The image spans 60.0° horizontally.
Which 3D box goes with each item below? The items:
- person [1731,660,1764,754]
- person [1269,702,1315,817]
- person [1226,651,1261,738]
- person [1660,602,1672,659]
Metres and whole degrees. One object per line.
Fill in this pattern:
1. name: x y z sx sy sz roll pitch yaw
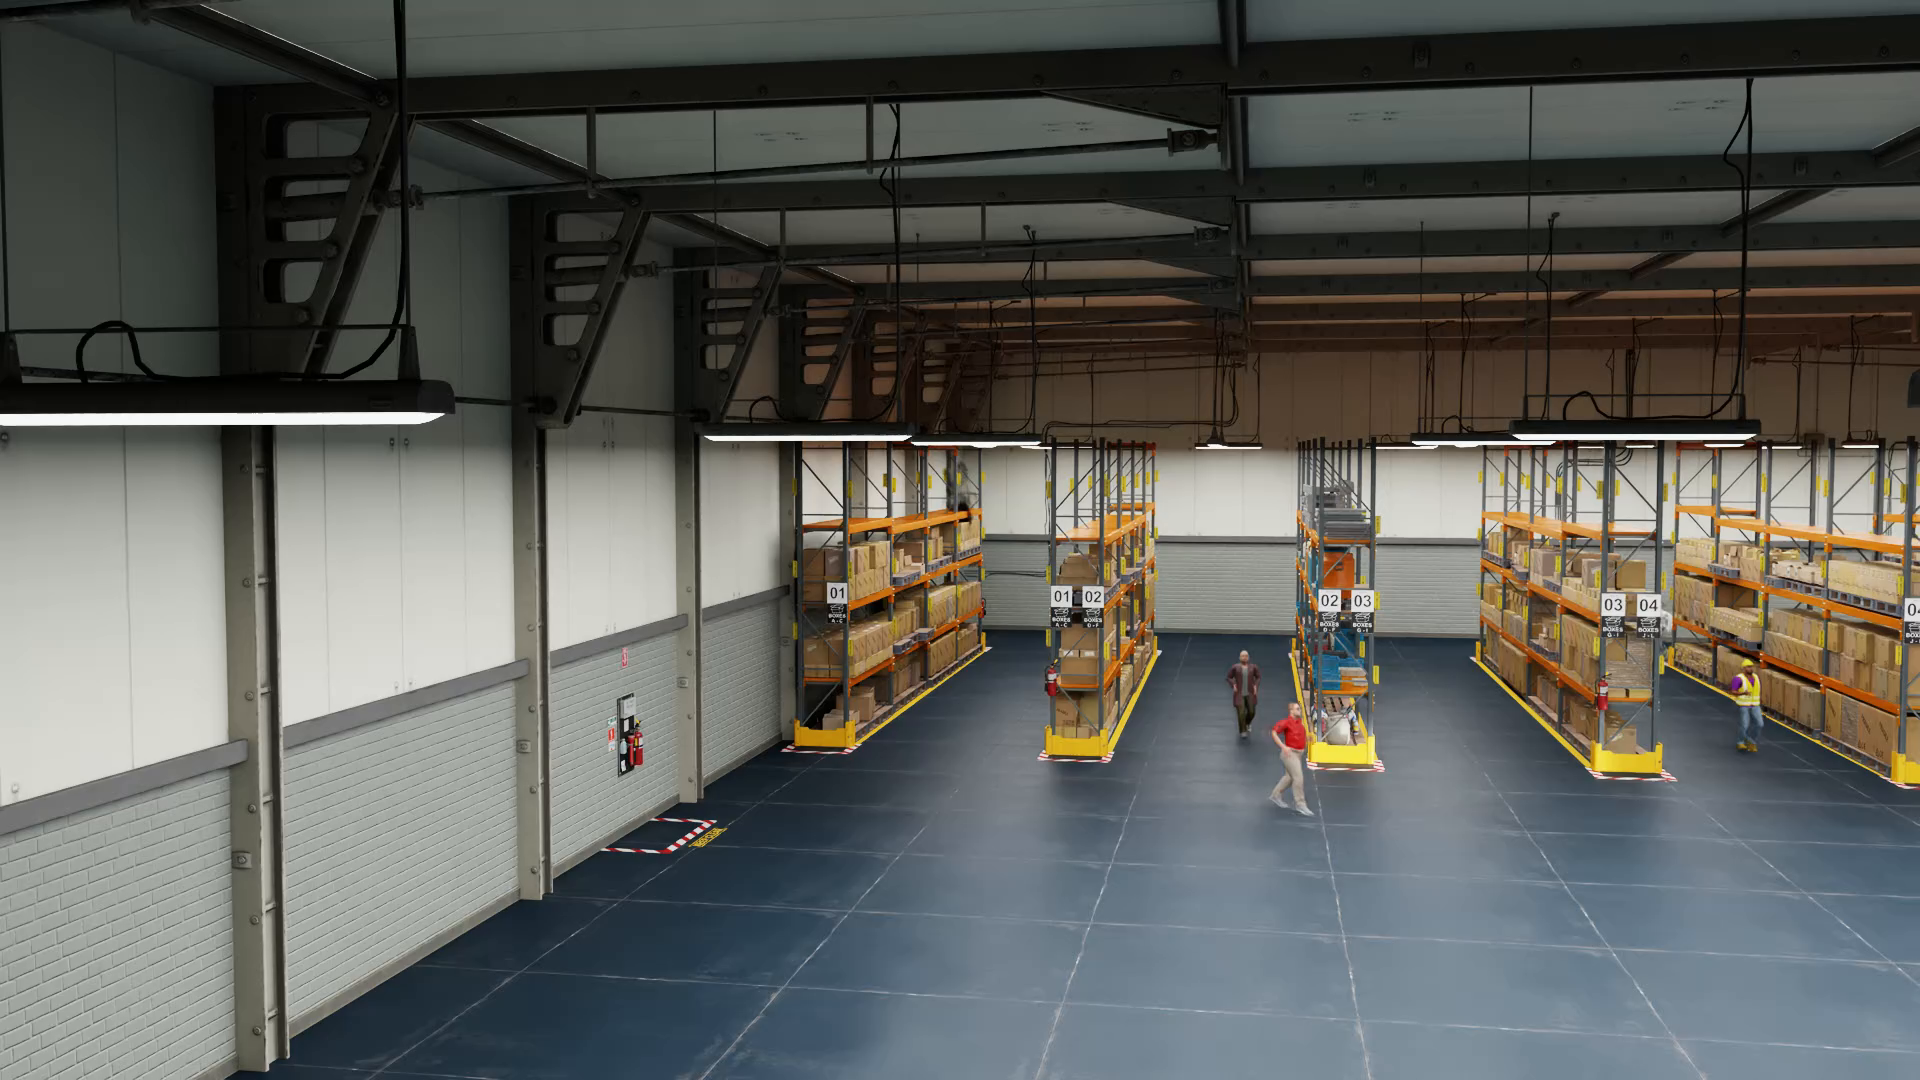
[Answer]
1. person: 15.023 3.175 31.633 0.676 1.788 0.668 0 3 -1
2. person: 5.280 3.455 26.395 0.832 1.757 0.652 2 4 34
3. person: 5.697 3.091 33.302 0.706 1.725 0.604 0 3 4
4. person: 19.195 2.461 45.654 0.697 1.627 0.643 0 3 -8
